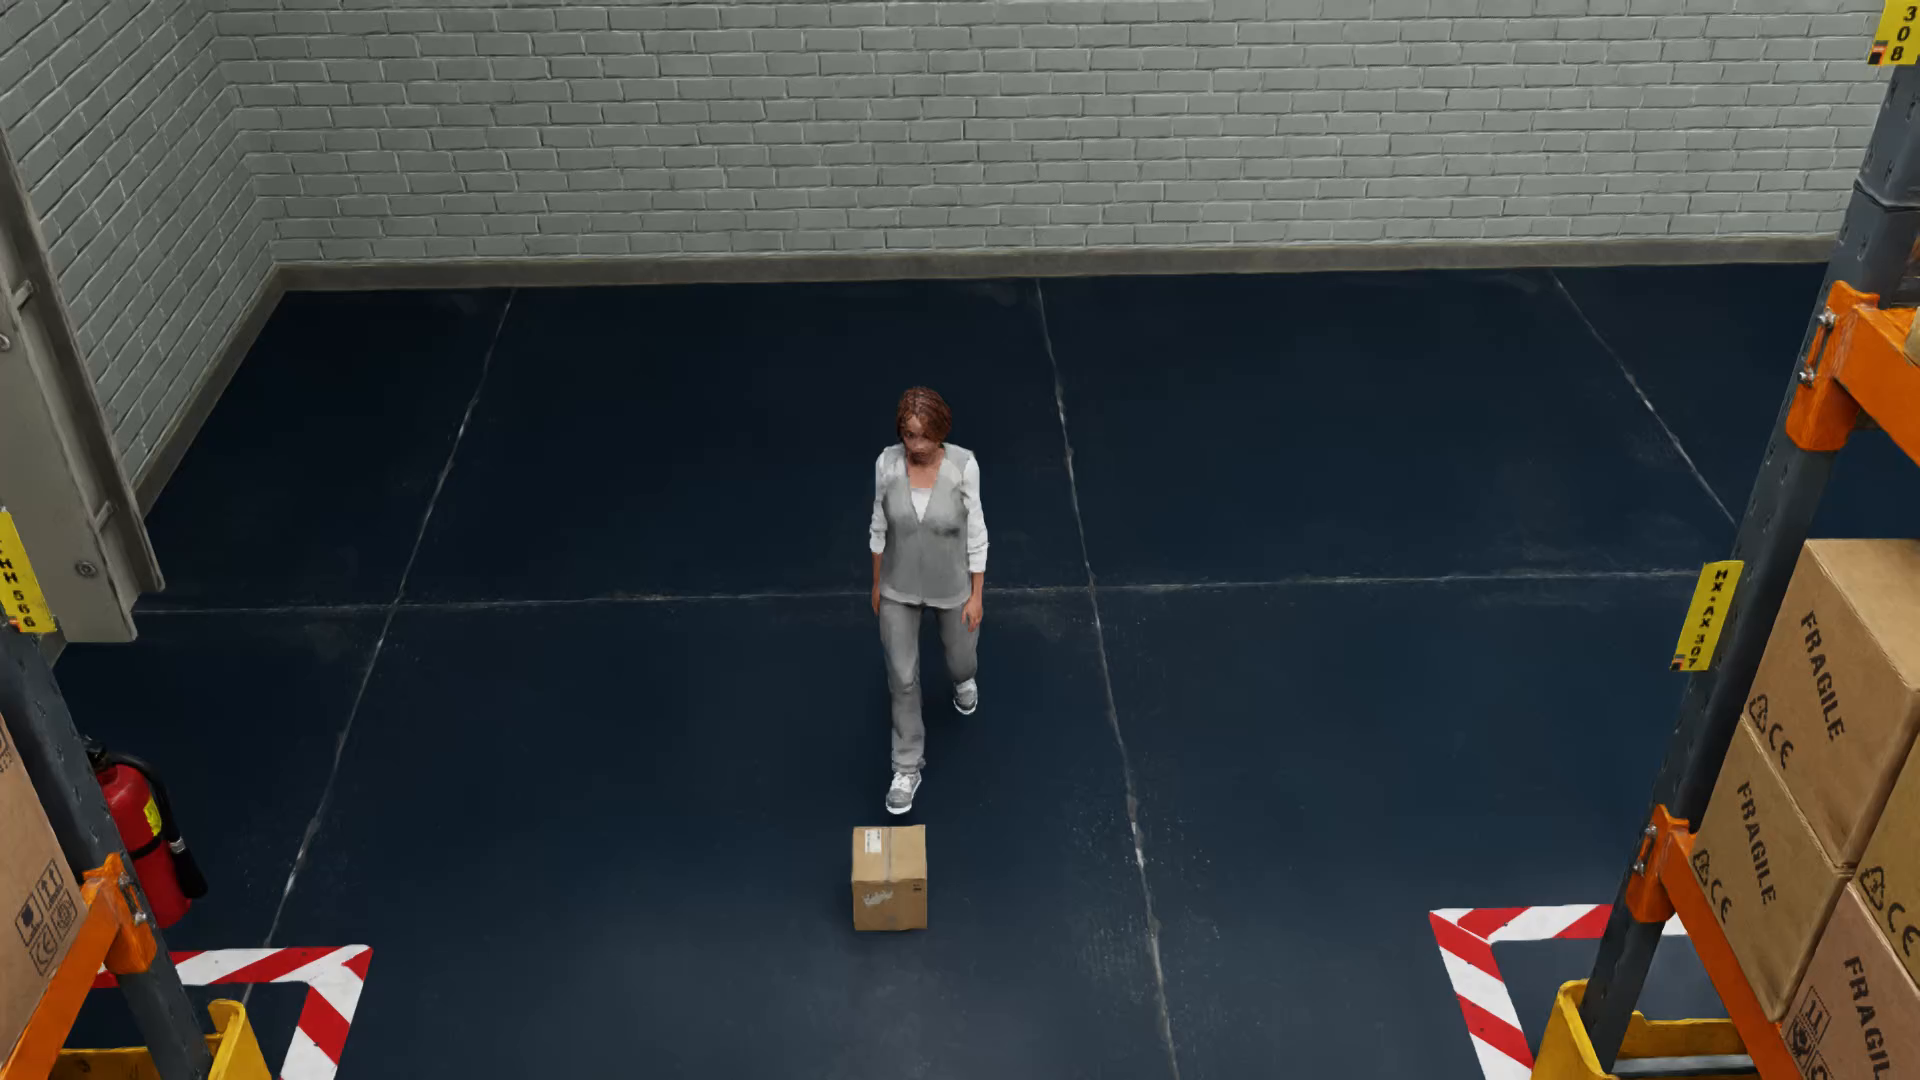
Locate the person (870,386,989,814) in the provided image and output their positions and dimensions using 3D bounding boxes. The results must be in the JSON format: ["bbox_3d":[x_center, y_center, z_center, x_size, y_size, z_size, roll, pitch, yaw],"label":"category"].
[{"bbox_3d":[-0.112,0.171,5.909,0.425,1.570,0.772,2,36,3],"label":"person"}]
